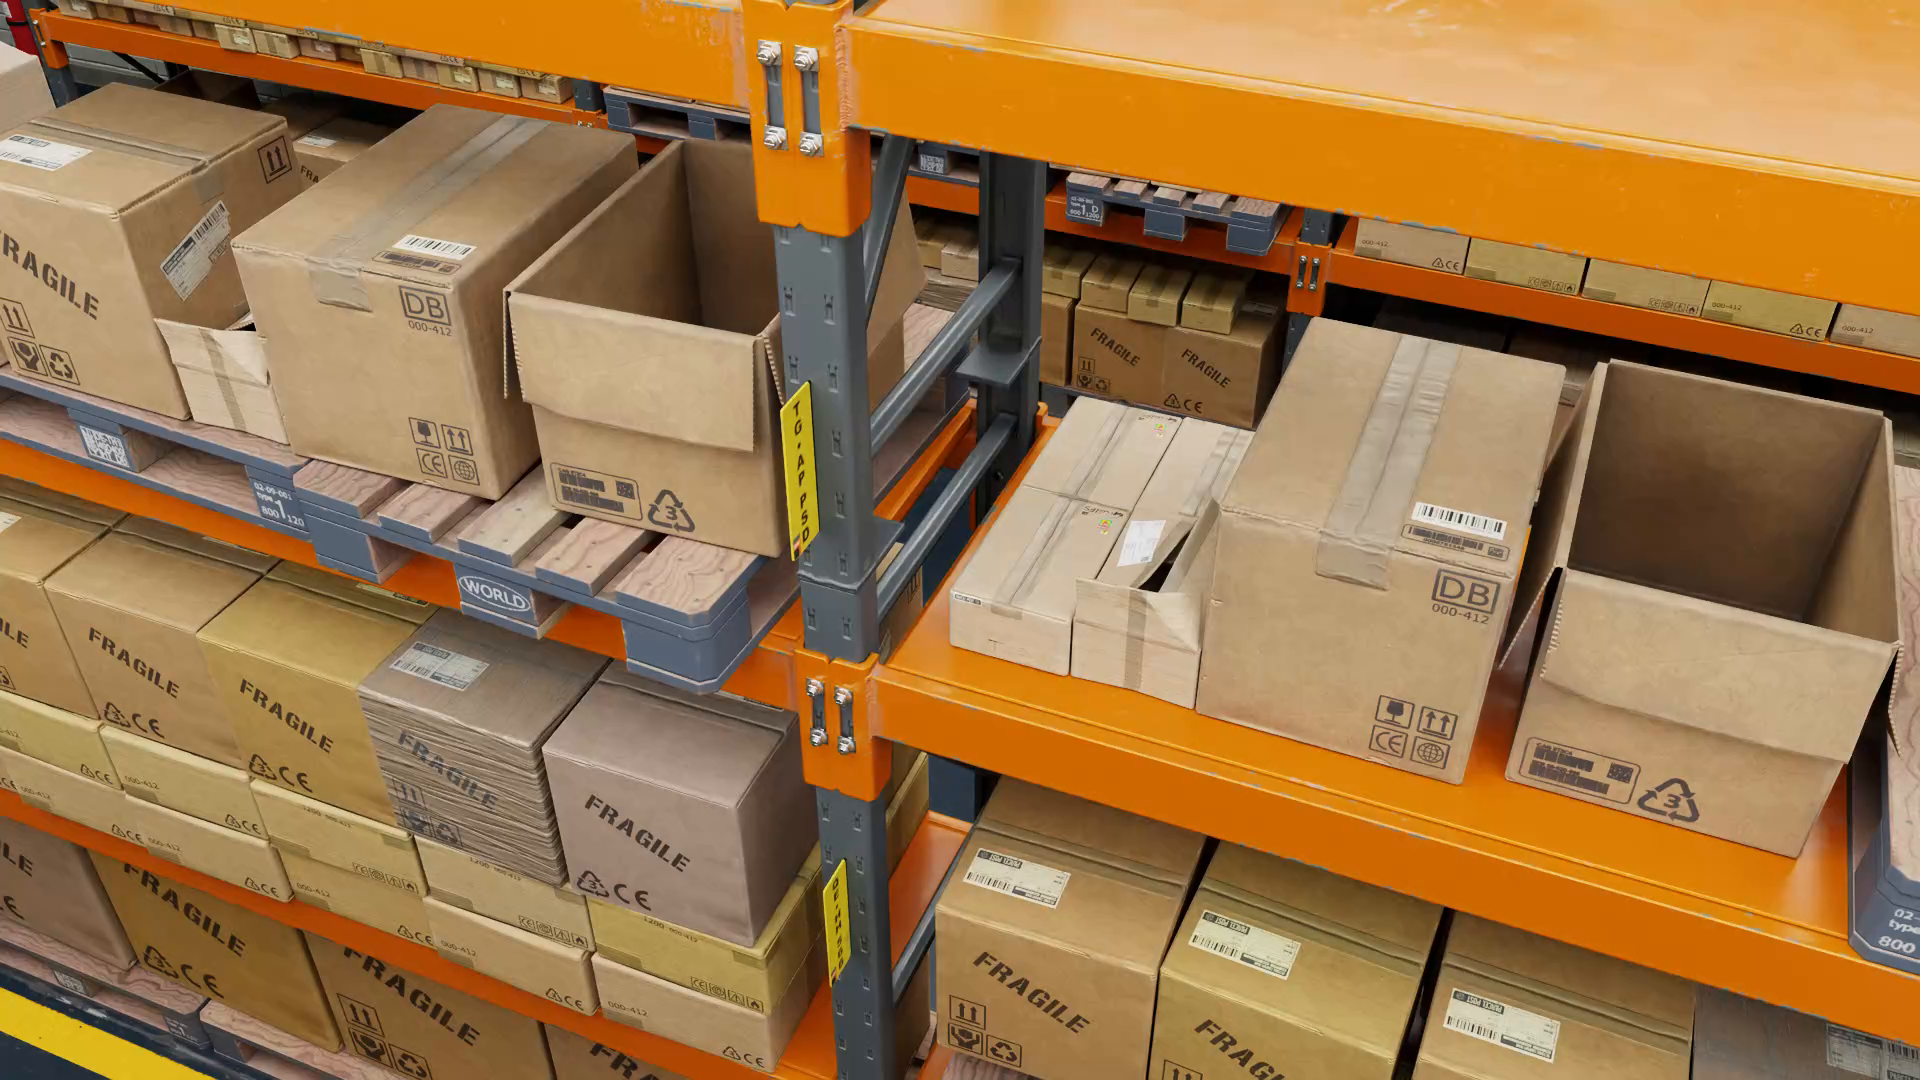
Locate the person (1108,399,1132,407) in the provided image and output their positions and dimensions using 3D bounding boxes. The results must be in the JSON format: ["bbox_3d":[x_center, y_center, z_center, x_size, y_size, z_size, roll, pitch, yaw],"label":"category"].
[{"bbox_3d":[0.639,-0.084,7.555,0.526,0.902,0.822,14,40,17],"label":"person"}]
